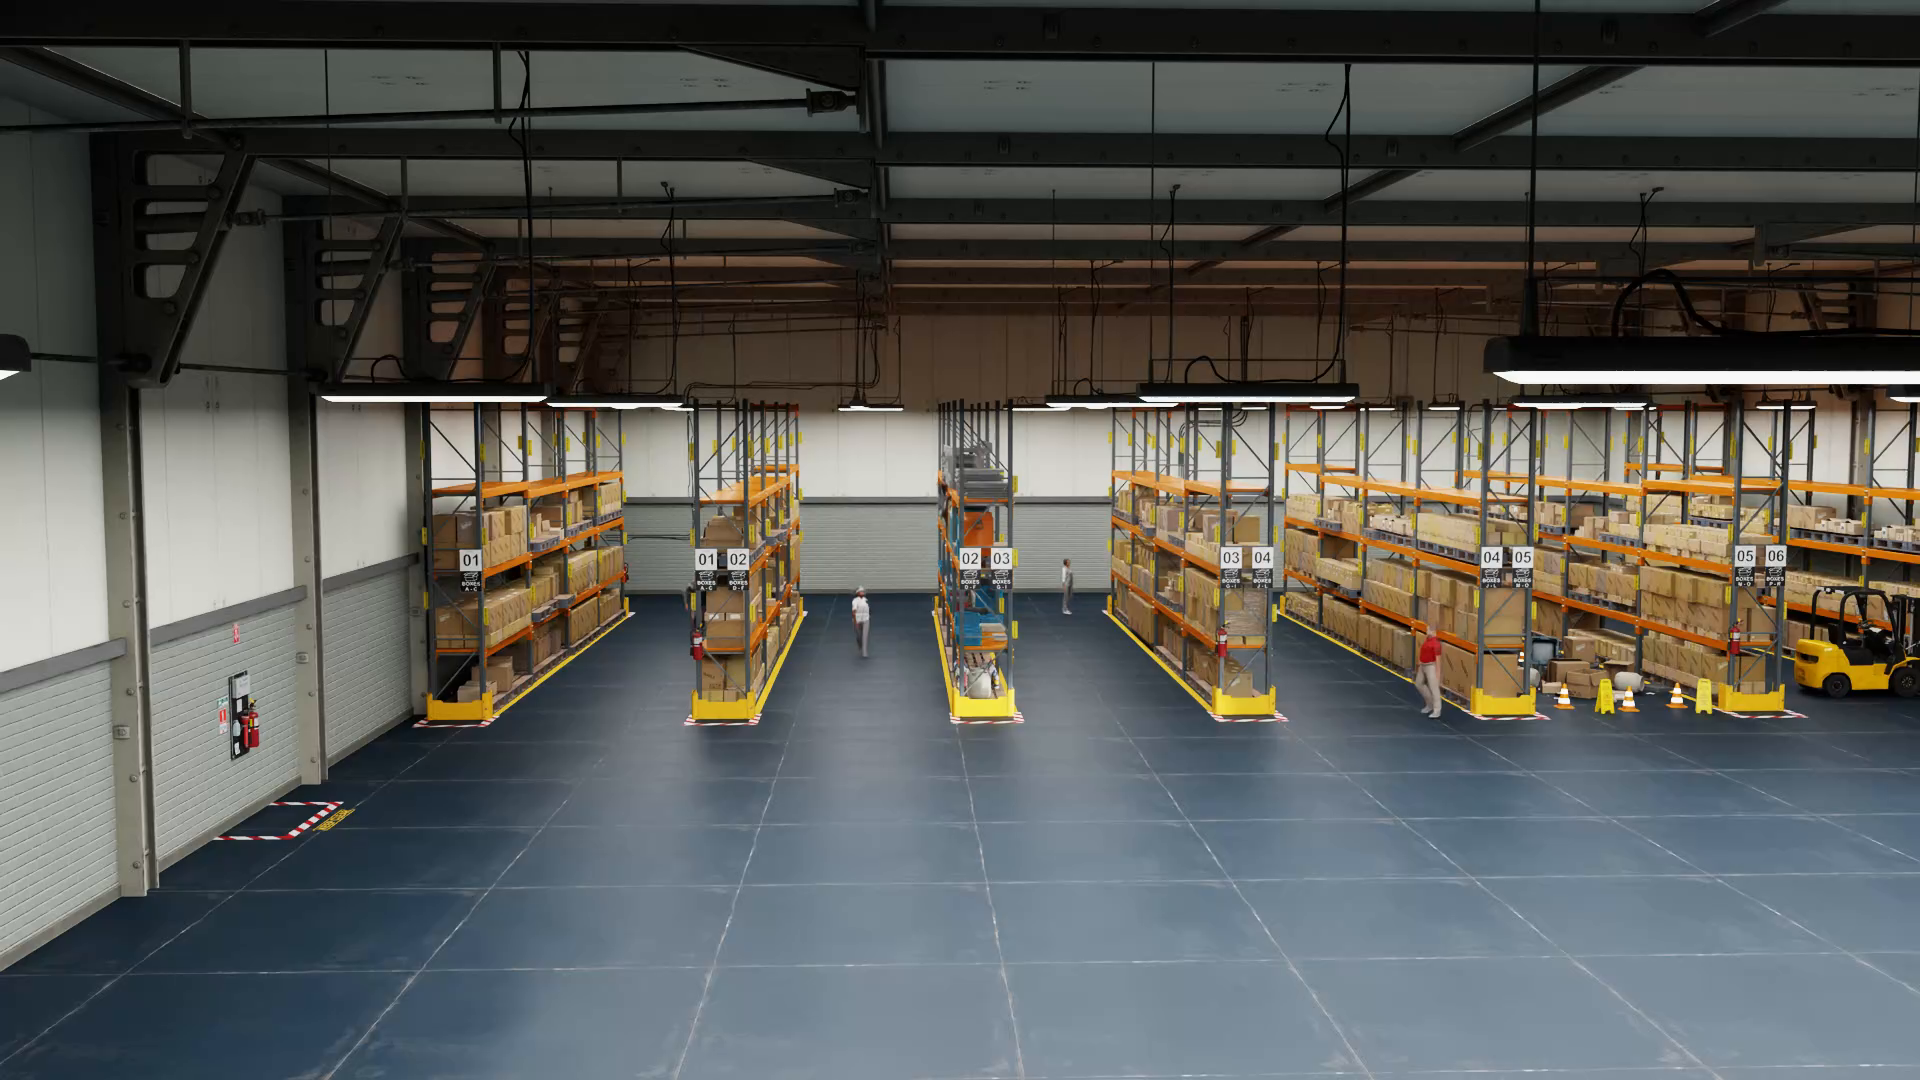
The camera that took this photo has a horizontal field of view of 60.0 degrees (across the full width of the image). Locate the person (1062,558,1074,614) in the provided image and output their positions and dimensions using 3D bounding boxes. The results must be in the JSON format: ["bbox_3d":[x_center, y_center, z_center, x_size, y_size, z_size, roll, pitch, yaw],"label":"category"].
[{"bbox_3d":[3.070,1.315,47.584,0.387,1.602,0.474,4,6,39],"label":"person"}]

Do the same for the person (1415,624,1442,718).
[{"bbox_3d":[8.923,2.466,31.471,0.419,1.751,0.652,-1,4,-10],"label":"person"}]

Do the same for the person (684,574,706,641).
[{"bbox_3d":[-6.682,1.691,42.286,0.661,1.726,0.940,0,4,-1],"label":"person"}]

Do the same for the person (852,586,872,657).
[{"bbox_3d":[-2.312,1.914,39.287,0.461,1.647,0.927,0,4,2],"label":"person"}]
